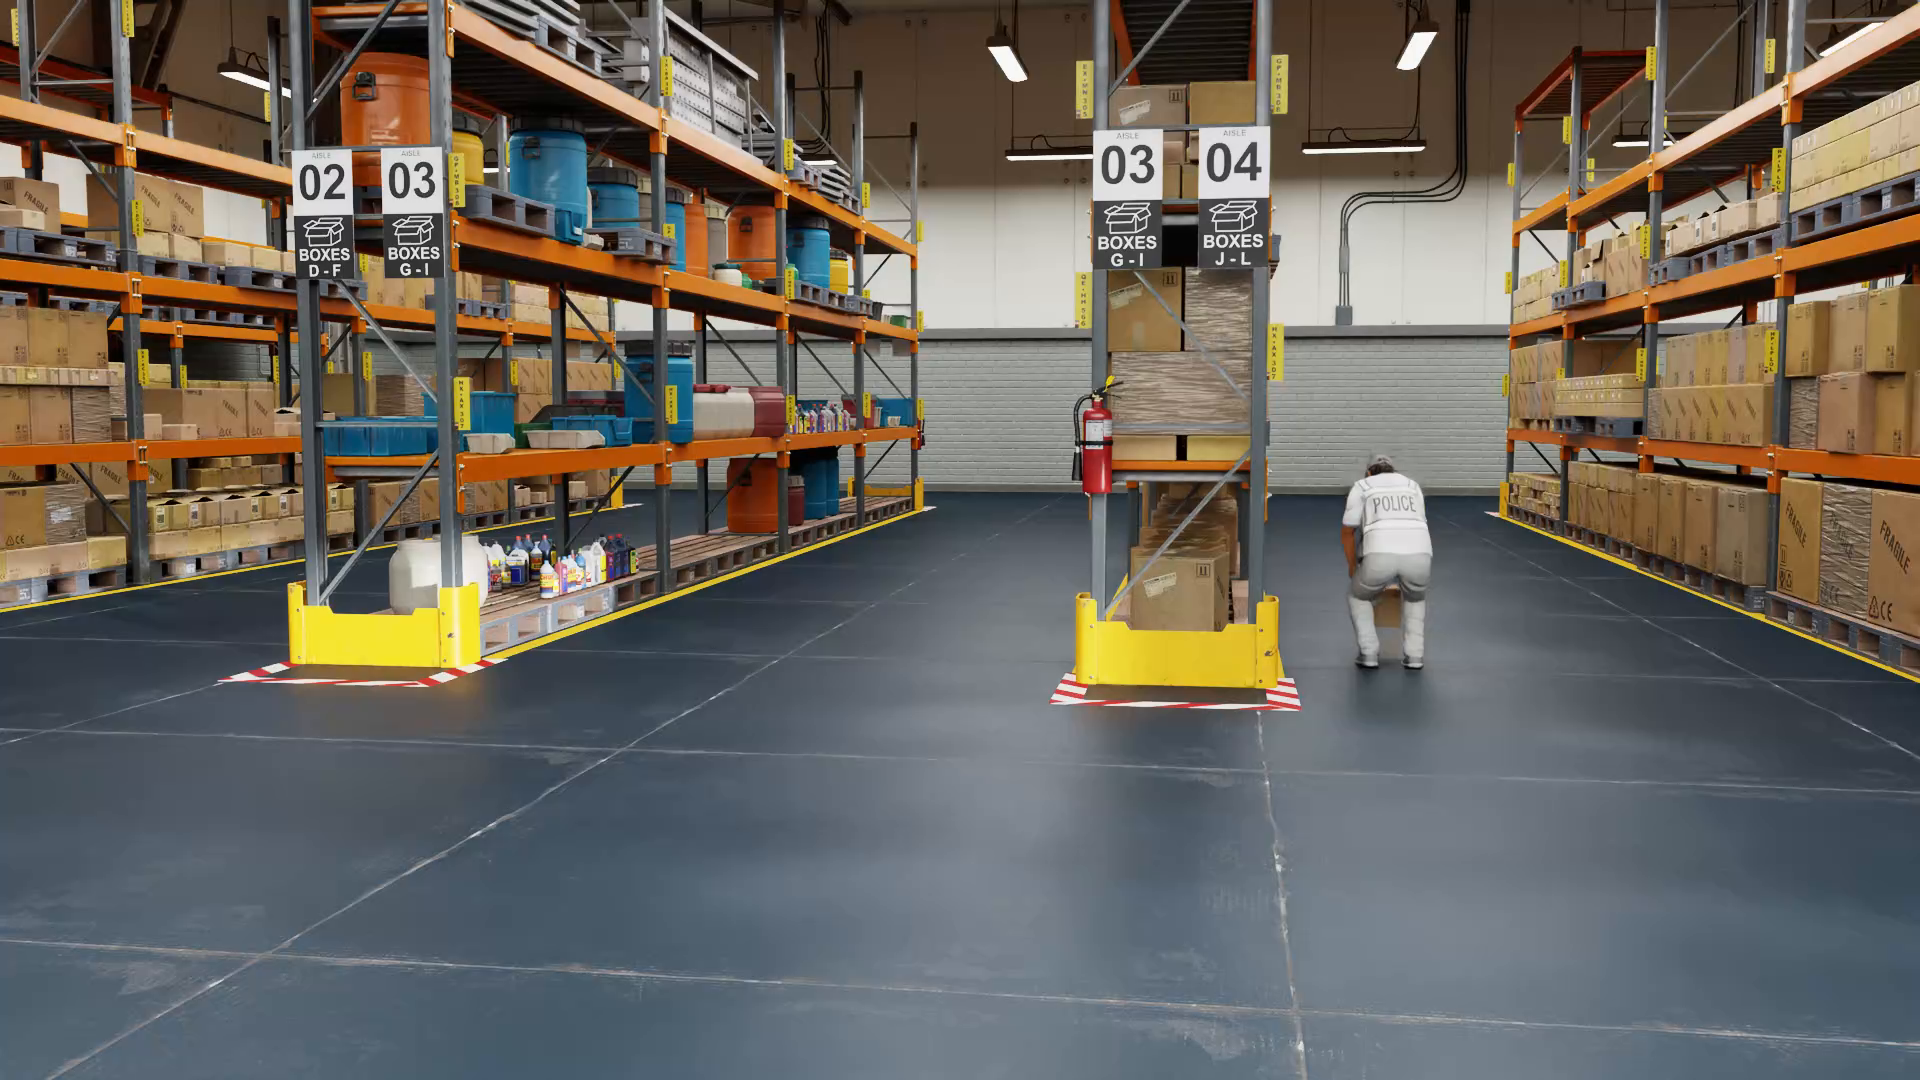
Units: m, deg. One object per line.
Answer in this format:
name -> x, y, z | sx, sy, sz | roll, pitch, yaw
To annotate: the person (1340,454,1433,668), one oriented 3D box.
person -> 2.667, 0.132, 10.430 | 0.536, 1.324, 0.758 | 1, 5, 6
